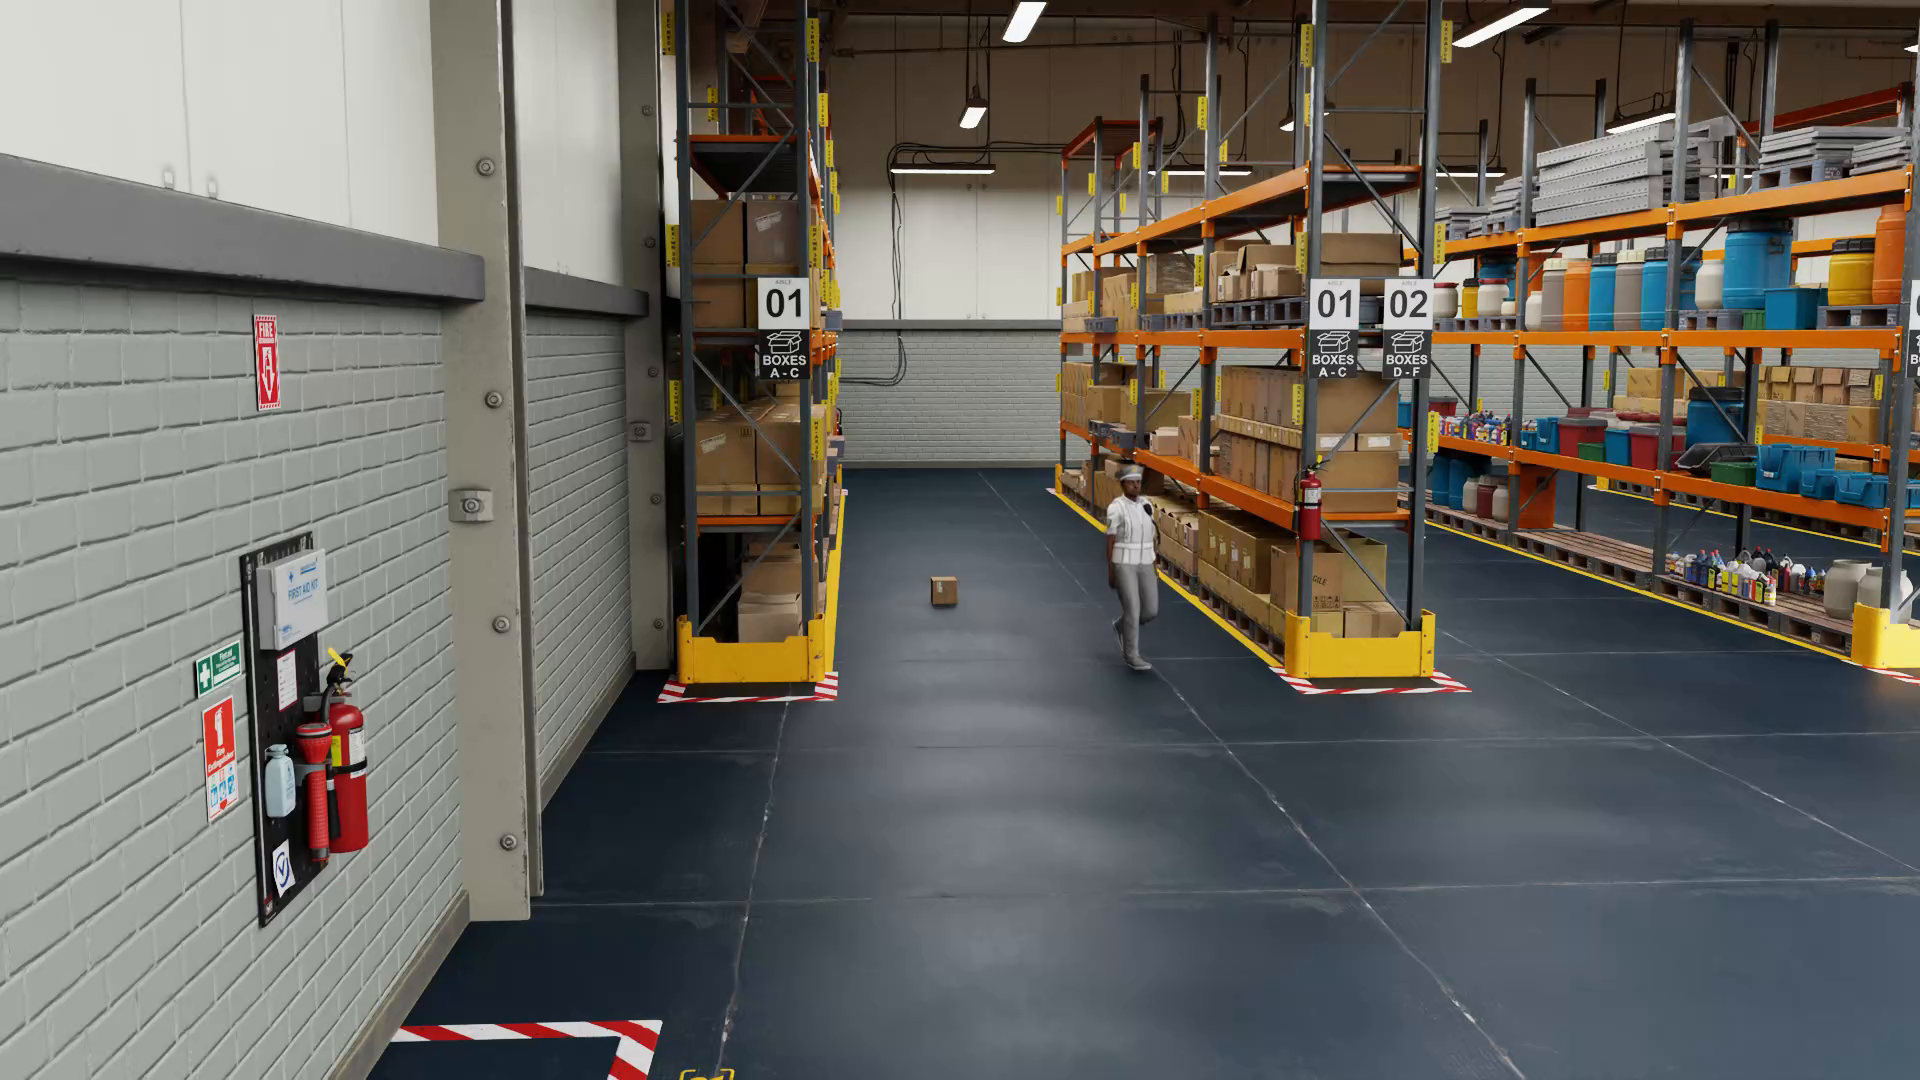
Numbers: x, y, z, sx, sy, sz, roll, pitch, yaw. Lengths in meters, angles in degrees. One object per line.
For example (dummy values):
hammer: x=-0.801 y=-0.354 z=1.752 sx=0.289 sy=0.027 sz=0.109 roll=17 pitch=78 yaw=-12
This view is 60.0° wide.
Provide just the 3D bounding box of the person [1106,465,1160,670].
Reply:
person: x=1.418 y=0.202 z=13.808 sx=0.449 sy=1.671 sz=0.671 roll=-4 pitch=8 yaw=-29
